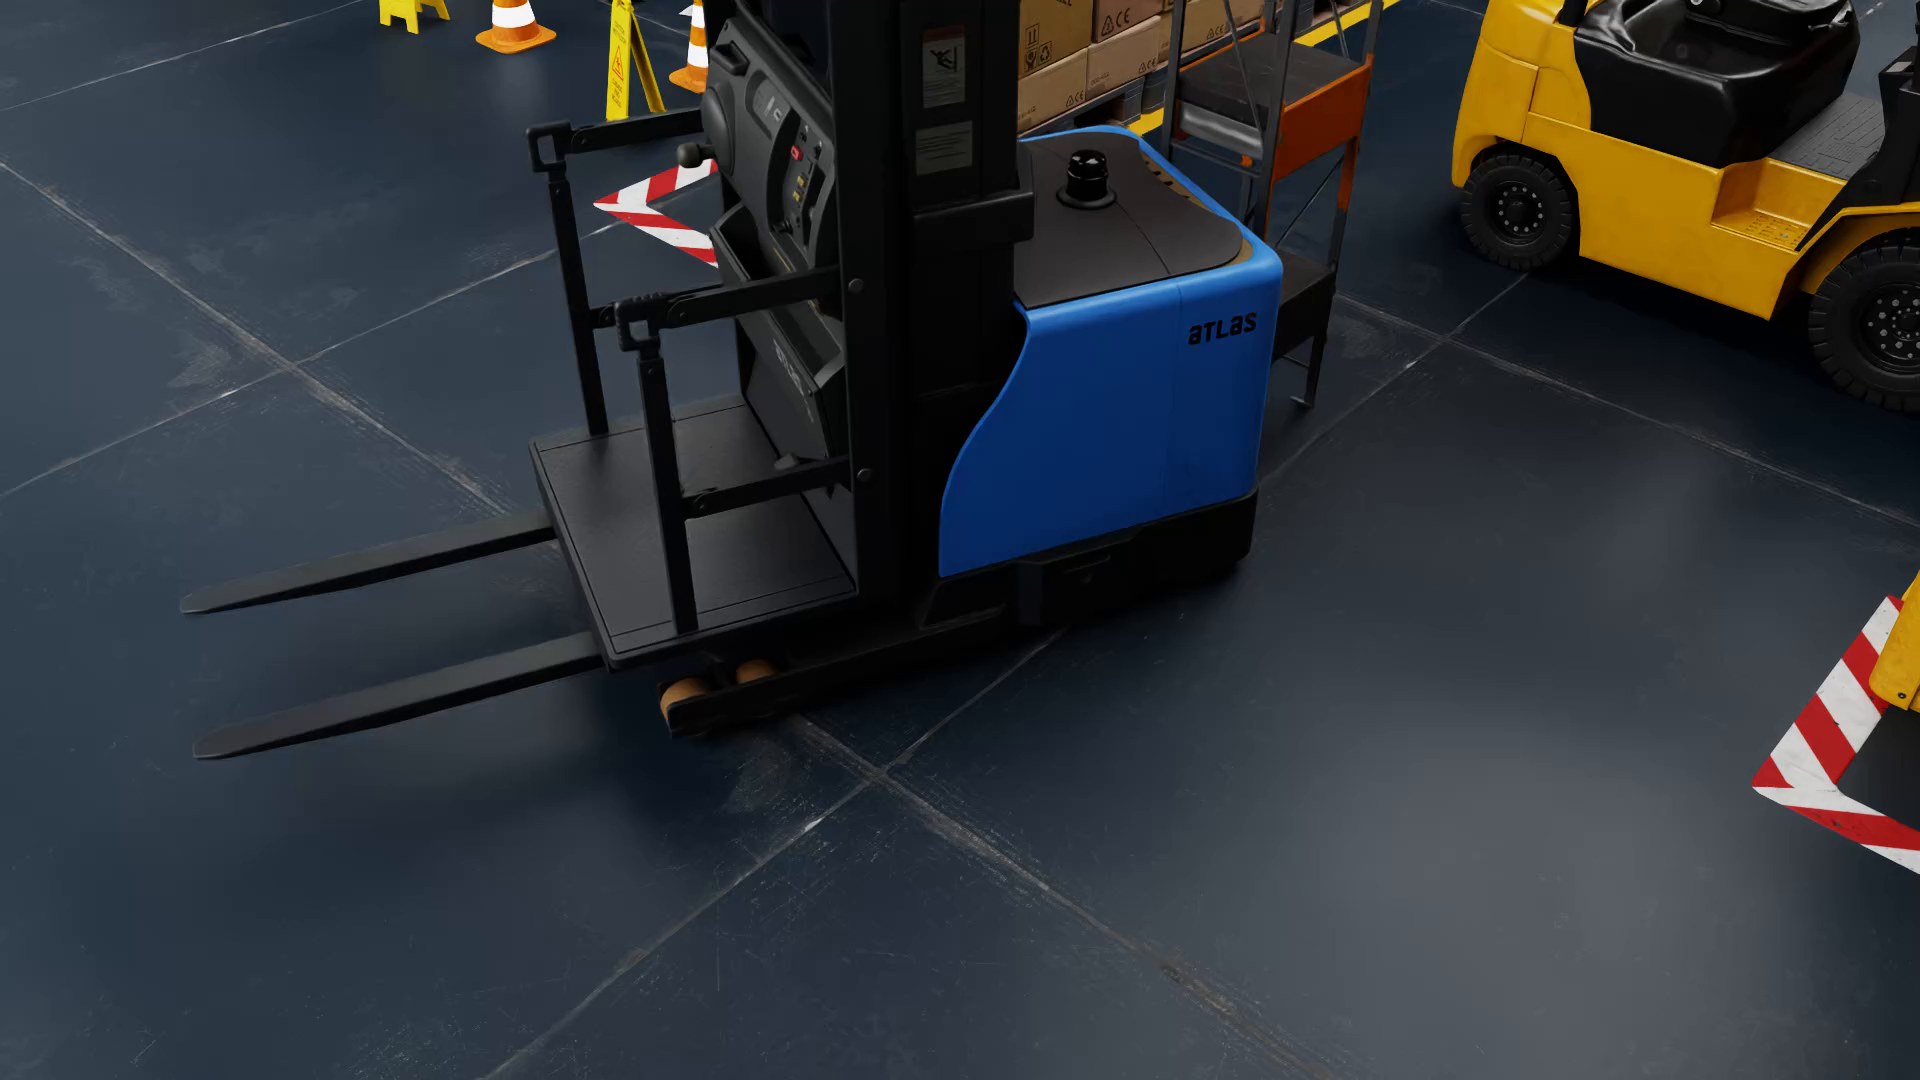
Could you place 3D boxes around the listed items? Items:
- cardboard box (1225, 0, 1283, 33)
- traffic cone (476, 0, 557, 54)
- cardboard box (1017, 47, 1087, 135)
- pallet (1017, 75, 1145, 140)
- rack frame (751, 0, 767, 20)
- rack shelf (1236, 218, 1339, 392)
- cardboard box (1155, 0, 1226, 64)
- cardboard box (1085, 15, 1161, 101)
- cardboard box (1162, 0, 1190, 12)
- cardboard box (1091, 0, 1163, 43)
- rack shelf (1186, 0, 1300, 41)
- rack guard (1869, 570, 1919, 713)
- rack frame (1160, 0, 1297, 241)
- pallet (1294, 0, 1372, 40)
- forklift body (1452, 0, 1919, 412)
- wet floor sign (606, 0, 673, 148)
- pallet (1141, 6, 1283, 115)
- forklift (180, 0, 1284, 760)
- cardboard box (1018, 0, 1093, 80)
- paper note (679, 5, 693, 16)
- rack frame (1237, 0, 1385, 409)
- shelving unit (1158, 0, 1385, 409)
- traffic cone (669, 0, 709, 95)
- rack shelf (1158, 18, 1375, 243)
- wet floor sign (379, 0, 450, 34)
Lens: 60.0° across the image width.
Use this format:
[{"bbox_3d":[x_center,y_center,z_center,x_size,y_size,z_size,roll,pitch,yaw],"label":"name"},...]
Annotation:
[{"bbox_3d":[1.254,-2.738,8.155,0.500,0.250,0.500,30,48,32],"label":"cardboard box"},{"bbox_3d":[-2.256,-2.733,8.316,0.336,0.463,0.334,30,47,32],"label":"traffic cone"},{"bbox_3d":[0.203,-2.020,7.252,0.500,0.250,0.500,29,47,32],"label":"cardboard box"},{"bbox_3d":[0.080,-1.979,7.569,1.003,0.211,1.213,30,47,32],"label":"pallet"},{"bbox_3d":[-0.545,-2.677,6.207,1.000,3.000,0.127,30,47,32],"label":"rack frame"},{"bbox_3d":[0.926,-0.698,5.582,0.431,0.518,0.480,31,48,32],"label":"rack shelf"},{"bbox_3d":[0.912,-2.507,7.865,0.500,0.250,0.500,-31,48,-33],"label":"cardboard box"},{"bbox_3d":[0.553,-2.251,7.543,0.500,0.250,0.500,31,48,33],"label":"cardboard box"},{"bbox_3d":[0.912,-2.793,7.622,0.500,0.500,0.500,31,48,33],"label":"cardboard box"},{"bbox_3d":[0.568,-2.566,7.337,0.500,0.500,0.500,28,46,30],"label":"cardboard box"},{"bbox_3d":[0.940,-1.785,4.700,0.431,0.518,0.480,31,48,32],"label":"rack shelf"},{"bbox_3d":[3.105,0.395,4.352,1.175,0.500,0.348,30,47,32],"label":"rack guard"},{"bbox_3d":[0.766,-1.141,4.993,0.400,2.100,0.015,31,48,32],"label":"rack frame"},{"bbox_3d":[1.726,-3.100,8.979,1.003,0.211,1.213,30,47,32],"label":"pallet"},{"bbox_3d":[3.054,-1.900,5.911,2.313,2.155,1.214,30,47,32],"label":"forklift body"},{"bbox_3d":[-1.463,-2.118,7.395,0.232,0.644,0.267,-18,42,-21],"label":"wet floor sign"},{"bbox_3d":[0.903,-2.537,8.271,1.003,0.211,1.213,30,47,32],"label":"pallet"},{"bbox_3d":[-0.670,-0.980,4.128,3.031,2.935,1.130,-15,41,-18],"label":"forklift"},{"bbox_3d":[0.218,-2.324,7.032,0.500,0.500,0.500,28,46,31],"label":"cardboard box"},{"bbox_3d":[-1.377,-2.785,8.728,0.148,0.019,0.142,14,41,17],"label":"paper note"},{"bbox_3d":[1.100,-1.363,5.271,0.400,2.100,0.015,31,48,32],"label":"rack frame"},{"bbox_3d":[0.933,-1.252,5.132,0.431,2.100,0.503,31,48,32],"label":"shelving unit"},{"bbox_3d":[-1.208,-2.423,7.926,0.336,0.463,0.334,30,47,32],"label":"traffic cone"},{"bbox_3d":[0.933,-1.241,5.141,0.431,0.518,0.480,31,48,32],"label":"rack shelf"},{"bbox_3d":[-2.825,-2.943,8.433,0.267,0.644,0.232,22,43,25],"label":"wet floor sign"}]
